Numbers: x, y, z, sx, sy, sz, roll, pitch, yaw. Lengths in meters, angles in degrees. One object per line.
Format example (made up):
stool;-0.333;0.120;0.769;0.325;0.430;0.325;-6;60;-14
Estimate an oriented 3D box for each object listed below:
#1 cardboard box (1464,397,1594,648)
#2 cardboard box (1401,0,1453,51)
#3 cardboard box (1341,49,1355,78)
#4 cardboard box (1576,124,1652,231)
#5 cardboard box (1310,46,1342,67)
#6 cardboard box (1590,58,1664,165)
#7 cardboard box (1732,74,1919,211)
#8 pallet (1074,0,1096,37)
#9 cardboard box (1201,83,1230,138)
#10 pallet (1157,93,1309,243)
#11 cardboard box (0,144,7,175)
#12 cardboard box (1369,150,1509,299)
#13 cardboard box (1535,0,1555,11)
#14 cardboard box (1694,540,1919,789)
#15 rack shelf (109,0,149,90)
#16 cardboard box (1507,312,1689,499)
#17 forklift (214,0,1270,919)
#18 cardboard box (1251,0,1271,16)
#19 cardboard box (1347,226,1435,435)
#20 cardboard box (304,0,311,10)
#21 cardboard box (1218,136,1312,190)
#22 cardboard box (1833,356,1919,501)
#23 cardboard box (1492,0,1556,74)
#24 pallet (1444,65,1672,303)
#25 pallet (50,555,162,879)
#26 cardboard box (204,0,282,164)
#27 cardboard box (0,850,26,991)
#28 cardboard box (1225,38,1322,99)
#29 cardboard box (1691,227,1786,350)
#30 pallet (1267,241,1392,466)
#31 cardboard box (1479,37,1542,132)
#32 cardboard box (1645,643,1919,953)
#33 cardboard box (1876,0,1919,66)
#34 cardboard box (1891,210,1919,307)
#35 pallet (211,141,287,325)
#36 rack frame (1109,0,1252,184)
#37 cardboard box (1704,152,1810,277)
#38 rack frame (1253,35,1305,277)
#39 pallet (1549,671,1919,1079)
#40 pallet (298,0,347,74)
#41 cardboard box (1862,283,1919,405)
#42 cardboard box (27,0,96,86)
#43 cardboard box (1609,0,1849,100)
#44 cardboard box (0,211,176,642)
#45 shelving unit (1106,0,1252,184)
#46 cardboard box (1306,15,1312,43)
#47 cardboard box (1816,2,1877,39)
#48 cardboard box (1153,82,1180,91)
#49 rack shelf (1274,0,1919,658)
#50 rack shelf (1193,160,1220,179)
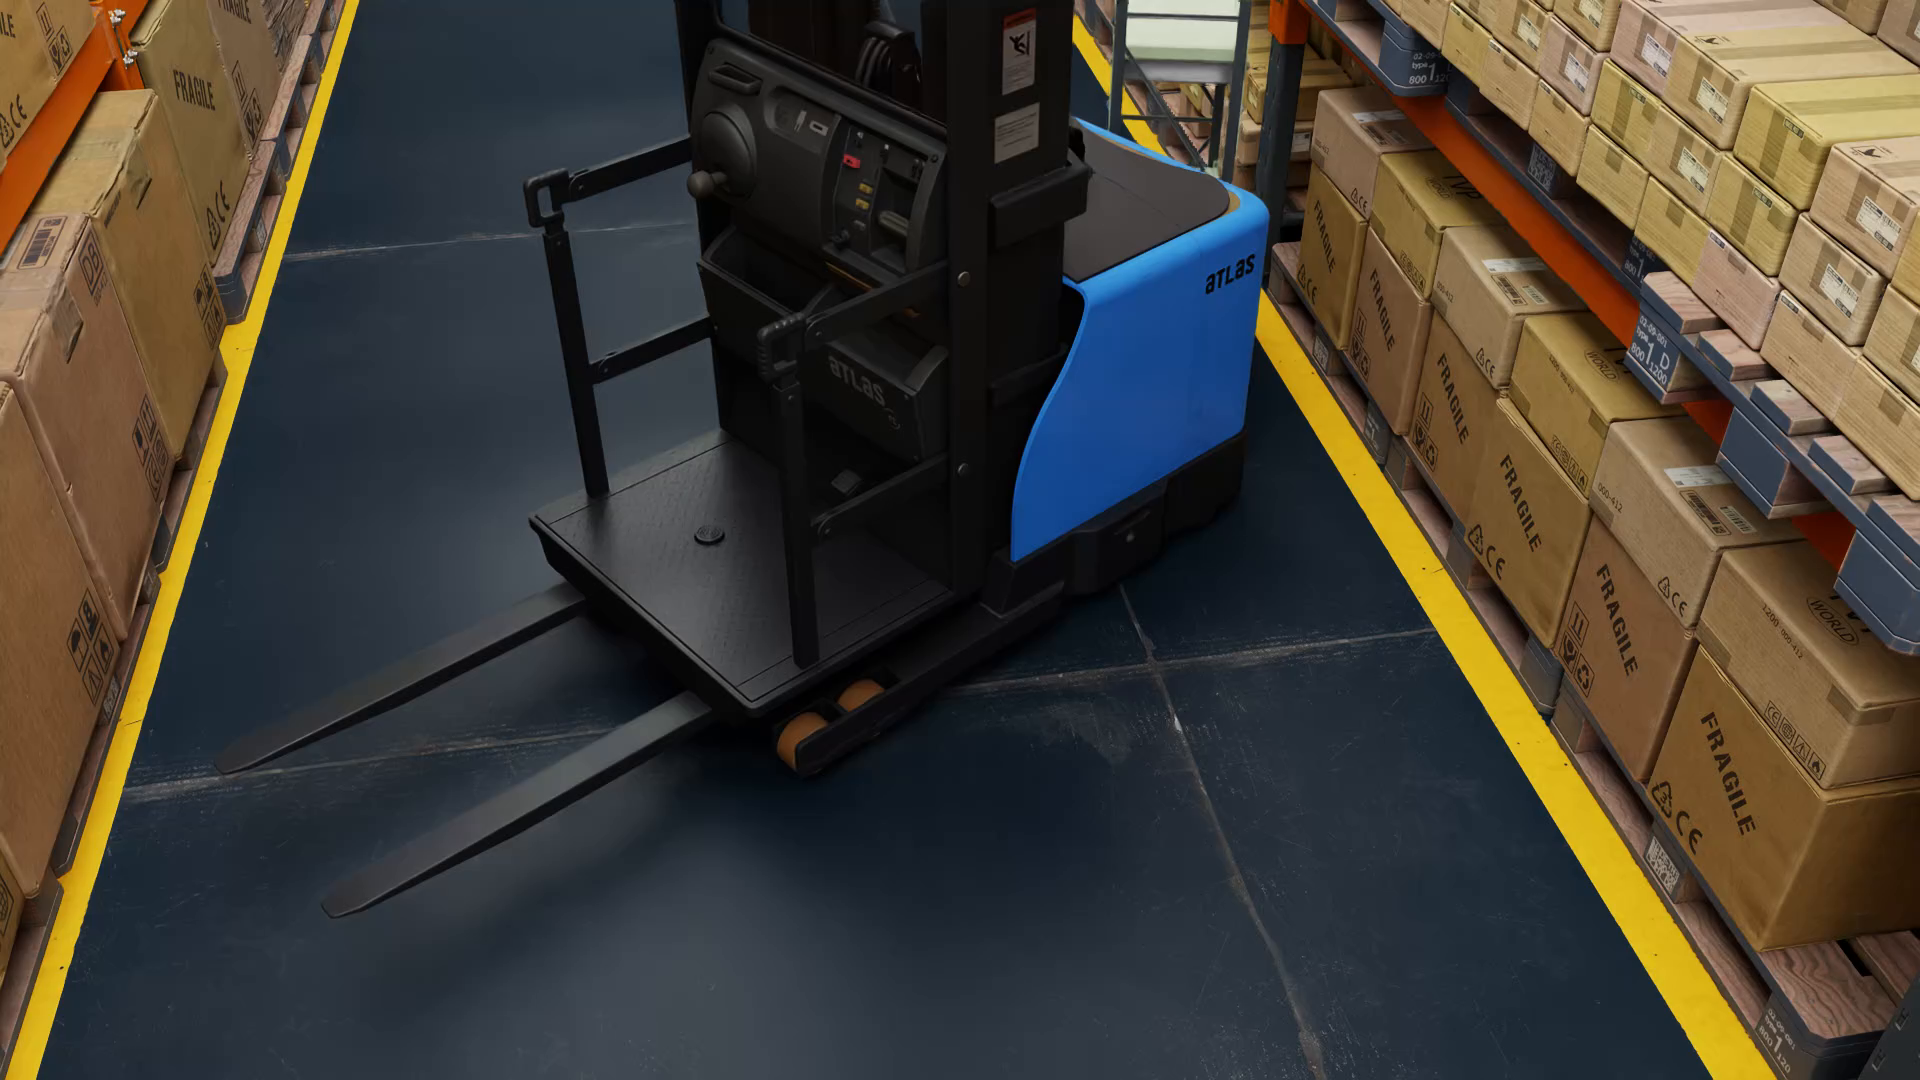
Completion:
cardboard box;1.780;-0.080;4.604;0.500;0.500;0.500;-8;39;-10
cardboard box;1.446;-1.472;4.562;0.380;0.149;0.250;-8;39;-10
cardboard box;1.801;-1.995;6.869;0.380;0.149;0.250;-4;38;-6
cardboard box;1.634;-0.835;3.742;0.380;0.149;0.250;-8;39;-10
cardboard box;1.688;-2.014;7.136;0.380;0.149;0.250;-6;38;-8
cardboard box;1.632;-0.956;3.655;0.380;0.149;0.250;-6;38;-8
cardboard box;1.724;-0.759;3.160;0.380;0.149;0.250;-5;38;-7
pallet;1.067;-3.091;9.057;1.003;0.211;1.213;-6;38;-8
cardboard box;1.220;-1.792;6.851;0.380;0.149;0.250;-8;39;-10
pallet;1.495;-1.617;7.160;1.003;0.211;1.213;-6;38;-8
cardboard box;-2.724;-1.016;4.031;0.500;0.500;0.500;-7;38;-8
cardboard box;1.613;-0.995;5.170;0.500;0.250;0.500;-5;38;-7
cardboard box;1.542;-1.387;3.968;0.380;0.149;0.250;-5;38;-7
cardboard box;1.971;0.240;3.580;0.500;0.250;0.500;-7;38;-9
rack shelf;-3.604;-2.768;6.954;1.077;0.370;4.000;-6;38;-8
cardboard box;1.798;-0.373;4.369;0.500;0.250;0.500;-5;38;-7
forklift;-0.527;-0.895;4.013;3.031;2.935;1.130;-29;46;-32
cardboard box;1.226;-2.243;7.189;0.380;0.149;0.250;-5;38;-6
cardboard box;1.611;-0.701;5.403;0.500;0.500;0.500;-5;38;-6
cardboard box;-3.763;-3.209;8.325;0.875;0.875;0.875;-6;38;-8
cardboard box;1.244;-1.557;6.790;0.380;0.149;0.250;-6;38;-7
cardboard box;1.810;-0.216;2.945;0.380;0.149;0.250;-6;38;-7
cardboard box;1.540;-1.269;4.058;0.380;0.149;0.250;-7;38;-9
pallet;1.962;-1.016;4.269;1.003;0.211;1.213;-6;38;-8
pallet;-2.826;0.453;4.494;1.003;0.211;1.213;-6;38;-8
cardboard box;-3.448;-2.122;6.926;0.875;0.875;0.875;-6;38;-8
cardboard box;-2.652;0.826;3.131;1.225;0.875;0.875;-8;39;-10
cardboard box;1.245;-1.929;6.784;0.380;0.149;0.250;-6;38;-7
cardboard box;1.723;-0.521;3.338;0.380;0.149;0.250;-6;38;-7
pallet;1.786;-0.745;6.037;1.003;0.211;1.213;-6;38;-8
cardboard box;1.539;-1.155;4.154;0.380;0.149;0.250;-8;39;-10
cardboard box;1.976;0.551;3.791;0.500;0.500;0.500;-6;38;-8
cardboard box;2.275;-1.136;3.645;0.380;0.149;0.250;-5;38;-6
cardboard box;1.812;-0.449;2.760;0.380;0.149;0.250;-8;38;-10
pallet;-3.309;-1.211;6.636;1.003;0.211;1.213;-6;38;-8
rack frame;0.670;-1.062;5.394;0.400;1.500;0.023;3;38;4
cardboard box;1.717;-0.654;3.267;0.380;0.149;0.250;-5;38;-7
rack frame;1.648;-2.317;5.787;1.000;3.000;0.127;-6;38;-8
pallet;2.213;0.728;4.140;1.003;0.211;1.213;-6;38;-8
pallet;-3.737;-2.684;8.533;1.003;0.211;1.213;-6;38;-8
cardboard box;1.814;-0.334;2.855;0.380;0.149;0.250;-5;38;-7
cardboard box;-2.902;-1.631;4.822;0.500;0.500;0.500;-6;38;-8
cardboard box;1.637;-1.066;3.555;0.380;0.149;0.250;-6;38;-8
cardboard box;-2.964;-0.247;4.512;1.225;0.875;0.875;-7;38;-10
shelving unit;0.704;-1.285;5.682;0.431;1.500;0.755;3;38;4
cardboard box;1.640;-2.297;7.258;0.380;0.149;0.250;-7;38;-9
cardboard box;2.235;-1.176;3.939;0.380;0.149;0.250;-7;38;-8
cardboard box;1.062;-2.182;7.595;0.380;0.149;0.250;-6;38;-8
rack shelf;1.998;-0.825;4.453;1.077;0.370;4.000;-6;38;-8
rack shelf;0.704;-1.028;5.882;0.431;0.370;0.720;3;38;4
